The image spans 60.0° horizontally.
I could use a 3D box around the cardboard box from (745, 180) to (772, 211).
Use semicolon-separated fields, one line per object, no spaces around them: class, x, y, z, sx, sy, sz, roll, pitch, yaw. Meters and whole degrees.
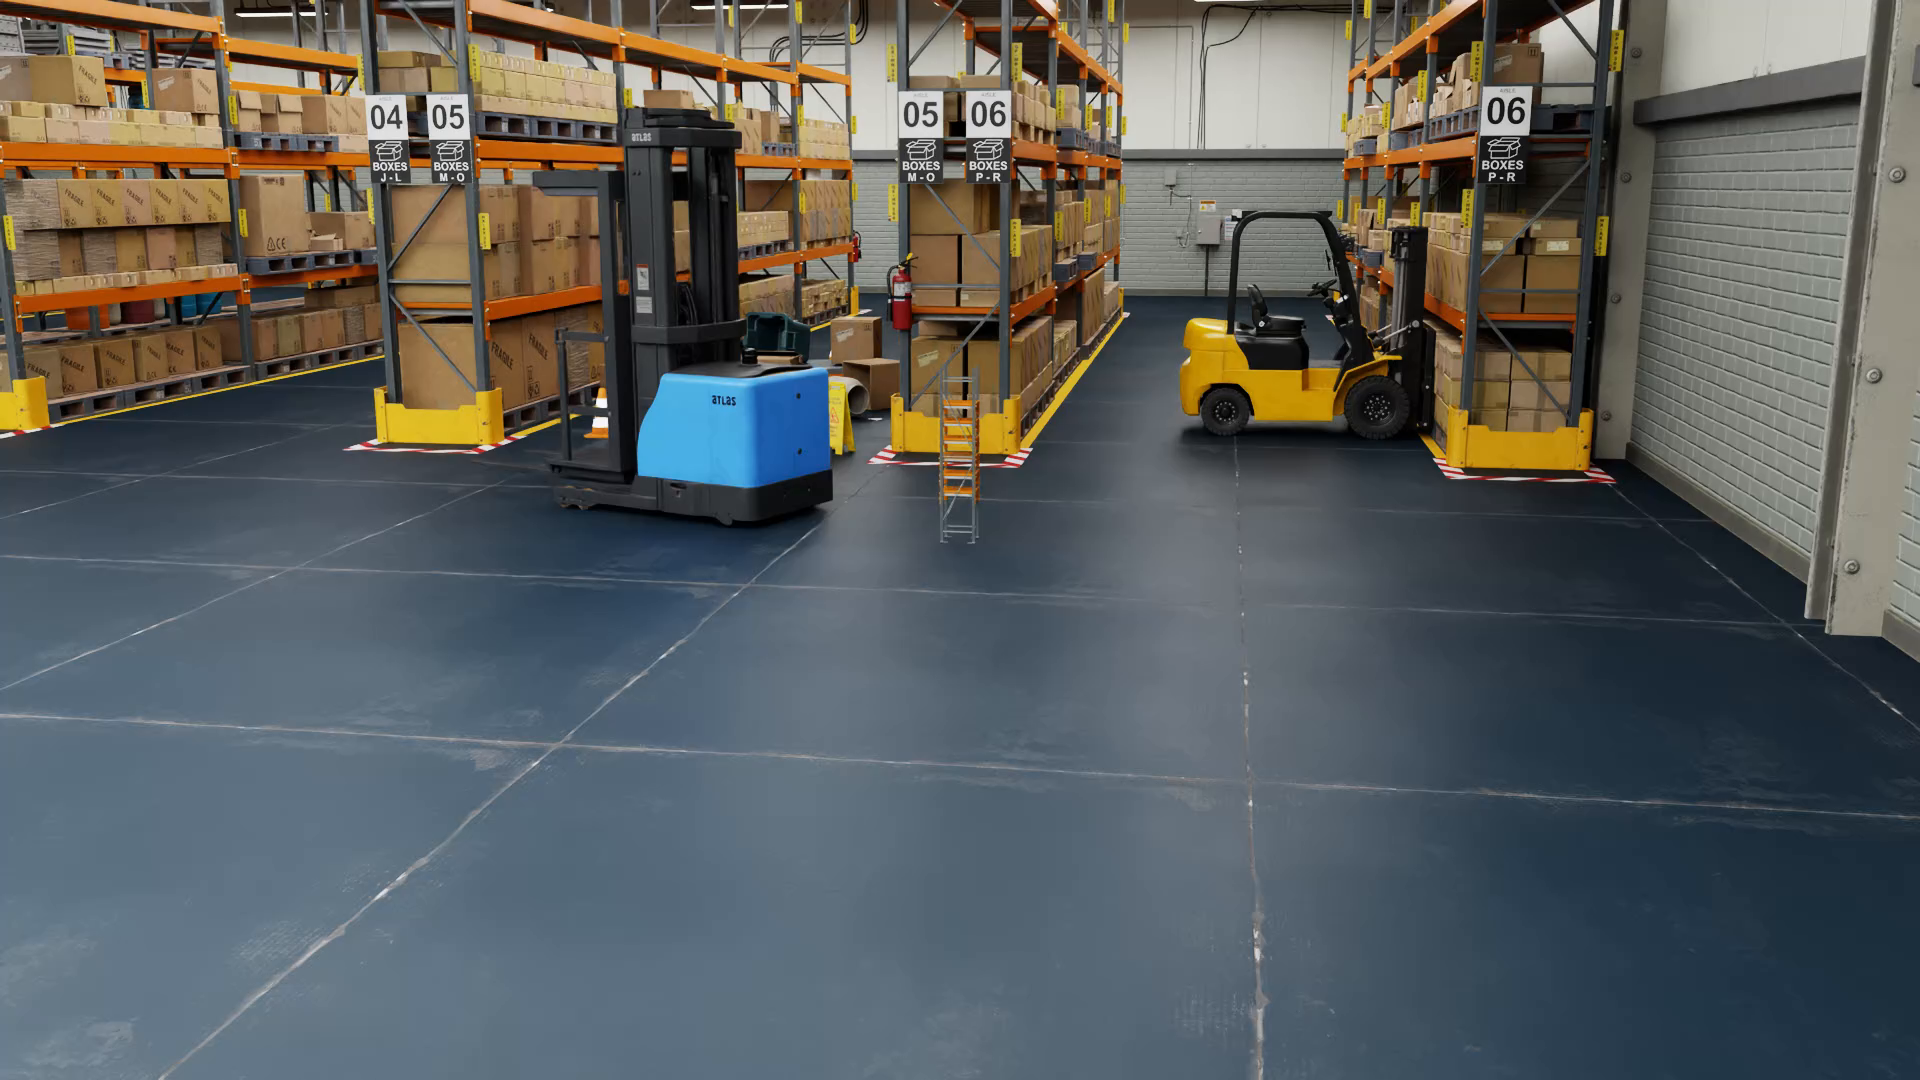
cardboard box;-3.304;-5.707;27.538;0.500;0.500;0.500;1;12;7

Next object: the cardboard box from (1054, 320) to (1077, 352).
cardboard box;1.086;-2.749;22.368;0.950;0.372;0.625;1;12;5

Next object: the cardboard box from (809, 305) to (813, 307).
cardboard box;-2.707;-3.903;28.255;0.380;0.149;0.250;2;12;8

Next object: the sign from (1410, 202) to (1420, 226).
sign;4.935;-3.495;18.032;0.100;0.325;0.005;2;12;9

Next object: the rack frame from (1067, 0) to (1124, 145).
rack frame;2.413;-8.543;29.775;1.000;3.000;0.127;2;12;9

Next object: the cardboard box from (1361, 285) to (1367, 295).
cardboard box;6.385;-3.852;25.645;0.380;0.149;0.250;2;12;11

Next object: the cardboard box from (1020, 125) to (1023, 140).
cardboard box;0.402;-3.901;15.952;0.380;0.149;0.250;1;12;7

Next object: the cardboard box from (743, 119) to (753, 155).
cardboard box;-3.303;-5.814;23.996;0.500;0.500;0.500;2;12;9

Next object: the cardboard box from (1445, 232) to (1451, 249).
cardboard box;4.807;-2.835;15.751;0.380;0.149;0.250;2;12;9

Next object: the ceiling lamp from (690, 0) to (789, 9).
ceiling lamp;-4.461;-12.194;32.862;2.000;3.185;0.800;2;12;9

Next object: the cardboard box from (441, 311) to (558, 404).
cardboard box;-4.782;-1.912;17.294;0.875;0.875;0.875;2;12;8

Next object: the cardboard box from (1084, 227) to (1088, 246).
cardboard box;1.505;-4.214;23.095;0.500;0.250;0.500;2;12;8

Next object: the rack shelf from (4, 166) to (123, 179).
rack shelf;-17.474;-6.952;31.218;1.077;0.370;4.000;2;12;9

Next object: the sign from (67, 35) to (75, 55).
sign;-12.959;-7.185;24.241;0.100;0.325;0.005;2;12;9

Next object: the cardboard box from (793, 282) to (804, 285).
cardboard box;-3.007;-4.533;29.765;0.380;0.149;0.250;2;12;11

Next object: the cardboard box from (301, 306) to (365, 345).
cardboard box;-8.765;-3.003;23.199;0.700;0.500;0.500;1;12;4

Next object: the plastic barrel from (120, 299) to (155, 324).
plastic barrel;-13.271;-3.791;26.690;0.600;0.588;0.708;2;12;9

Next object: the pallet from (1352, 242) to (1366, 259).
pallet;6.472;-4.361;25.066;1.003;0.211;1.213;2;12;9

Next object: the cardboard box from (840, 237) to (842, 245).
cardboard box;-2.363;-5.447;30.244;0.380;0.149;0.250;2;12;8

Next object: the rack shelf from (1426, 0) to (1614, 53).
rack shelf;5.165;-4.922;15.628;1.077;0.370;4.000;2;12;9

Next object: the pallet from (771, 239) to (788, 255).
pallet;-3.370;-4.669;26.494;1.003;0.211;1.213;2;12;9

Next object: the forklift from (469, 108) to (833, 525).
forklift;-2.488;-1.746;12.636;3.031;2.935;1.130;7;14;31

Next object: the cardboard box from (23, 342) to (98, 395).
cardboard box;-9.669;-1.839;17.845;0.500;0.500;0.500;5;13;23

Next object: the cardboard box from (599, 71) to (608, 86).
cardboard box;-4.119;-5.100;18.389;0.380;0.149;0.250;2;12;8

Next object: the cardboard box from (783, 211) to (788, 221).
cardboard box;-2.977;-5.201;26.693;0.380;0.149;0.250;2;12;11

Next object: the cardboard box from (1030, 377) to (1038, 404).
cardboard box;0.507;-1.520;16.956;0.500;0.250;0.500;3;12;12

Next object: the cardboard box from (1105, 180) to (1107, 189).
cardboard box;2.223;-5.848;27.359;0.380;0.149;0.250;2;12;8

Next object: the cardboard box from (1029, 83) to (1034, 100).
cardboard box;0.508;-4.340;16.095;0.380;0.149;0.250;2;12;10

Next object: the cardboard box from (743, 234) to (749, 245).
cardboard box;-3.333;-4.422;24.491;0.380;0.149;0.250;2;12;11

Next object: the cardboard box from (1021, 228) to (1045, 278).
cardboard box;0.597;-2.991;17.308;0.500;0.500;0.500;2;12;10

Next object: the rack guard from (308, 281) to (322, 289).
rack guard;-12.282;-4.876;32.930;1.175;0.500;0.348;2;12;9

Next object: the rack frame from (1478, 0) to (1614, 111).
rack frame;4.858;-5.053;13.578;1.000;3.000;0.127;2;12;9

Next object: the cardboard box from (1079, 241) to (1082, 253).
cardboard box;1.401;-3.840;21.790;0.380;0.149;0.250;2;12;8

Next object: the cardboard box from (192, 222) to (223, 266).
cardboard box;-9.355;-3.536;19.839;0.875;0.500;0.500;2;12;9

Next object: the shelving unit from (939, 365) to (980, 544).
shelving unit;-0.002;-0.584;11.353;0.258;1.200;0.189;2;12;9

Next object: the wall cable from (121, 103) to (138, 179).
wall cable;-20.839;-8.994;39.236;3.097;2.526;0.112;2;12;9

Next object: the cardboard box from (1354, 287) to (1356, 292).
cardboard box;6.801;-3.917;27.485;0.700;0.500;0.500;1;12;7

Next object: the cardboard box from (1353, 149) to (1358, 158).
cardboard box;6.674;-6.367;27.395;0.380;0.149;0.250;2;12;10

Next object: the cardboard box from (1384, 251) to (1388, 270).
cardboard box;5.778;-3.627;21.561;0.500;0.250;0.500;2;12;9

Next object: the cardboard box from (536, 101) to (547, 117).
cardboard box;-4.391;-4.341;16.757;0.380;0.149;0.250;2;12;8

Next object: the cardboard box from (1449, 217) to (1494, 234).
cardboard box;4.767;-2.928;15.475;0.380;0.149;0.250;2;12;10

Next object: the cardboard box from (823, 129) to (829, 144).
cardboard box;-2.561;-6.965;28.744;0.500;0.250;0.500;1;12;6

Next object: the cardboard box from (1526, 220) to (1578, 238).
cardboard box;5.120;-2.694;14.392;0.380;0.149;0.250;2;12;8

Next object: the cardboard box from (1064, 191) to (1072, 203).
cardboard box;1.210;-4.312;20.903;0.380;0.149;0.250;1;12;6

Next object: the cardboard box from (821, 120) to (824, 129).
cardboard box;-2.548;-7.129;28.557;0.380;0.149;0.250;2;12;7

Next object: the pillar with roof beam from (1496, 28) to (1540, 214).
pillar with roof beam;2.524;-6.557;20.558;9.100;9.000;0.400;2;12;9

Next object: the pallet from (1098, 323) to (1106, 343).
pallet;1.754;-3.252;26.081;1.003;0.211;1.213;2;12;9

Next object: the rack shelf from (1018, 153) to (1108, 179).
rack shelf;1.490;-5.476;24.372;1.077;0.370;4.000;2;12;9

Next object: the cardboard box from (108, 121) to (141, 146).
cardboard box;-9.282;-4.405;18.049;0.500;0.250;0.500;2;12;10

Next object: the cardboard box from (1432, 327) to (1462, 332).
cardboard box;4.935;-2.002;16.819;0.500;0.250;0.500;2;12;11

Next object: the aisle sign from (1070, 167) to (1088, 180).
aisle sign;2.138;-6.906;30.247;0.394;0.787;0.004;2;12;9

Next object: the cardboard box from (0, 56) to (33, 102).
cardboard box;-9.851;-4.837;17.567;0.500;0.500;0.500;2;12;9

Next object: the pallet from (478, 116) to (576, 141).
pallet;-4.665;-4.252;17.192;1.003;0.211;1.213;2;12;9

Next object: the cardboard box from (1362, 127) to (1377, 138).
cardboard box;6.125;-6.008;24.492;0.380;0.149;0.250;2;12;9

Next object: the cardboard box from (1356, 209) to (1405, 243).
cardboard box;6.408;-4.779;25.313;0.700;0.500;0.500;2;12;10

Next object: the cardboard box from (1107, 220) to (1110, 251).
cardboard box;2.210;-5.021;27.432;0.500;0.500;0.500;2;12;9

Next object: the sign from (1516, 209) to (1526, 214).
sign;6.021;-3.397;17.892;0.100;0.325;0.005;2;12;9

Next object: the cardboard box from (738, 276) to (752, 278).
cardboard box;-3.563;-4.011;26.142;0.500;0.250;0.500;2;12;10
